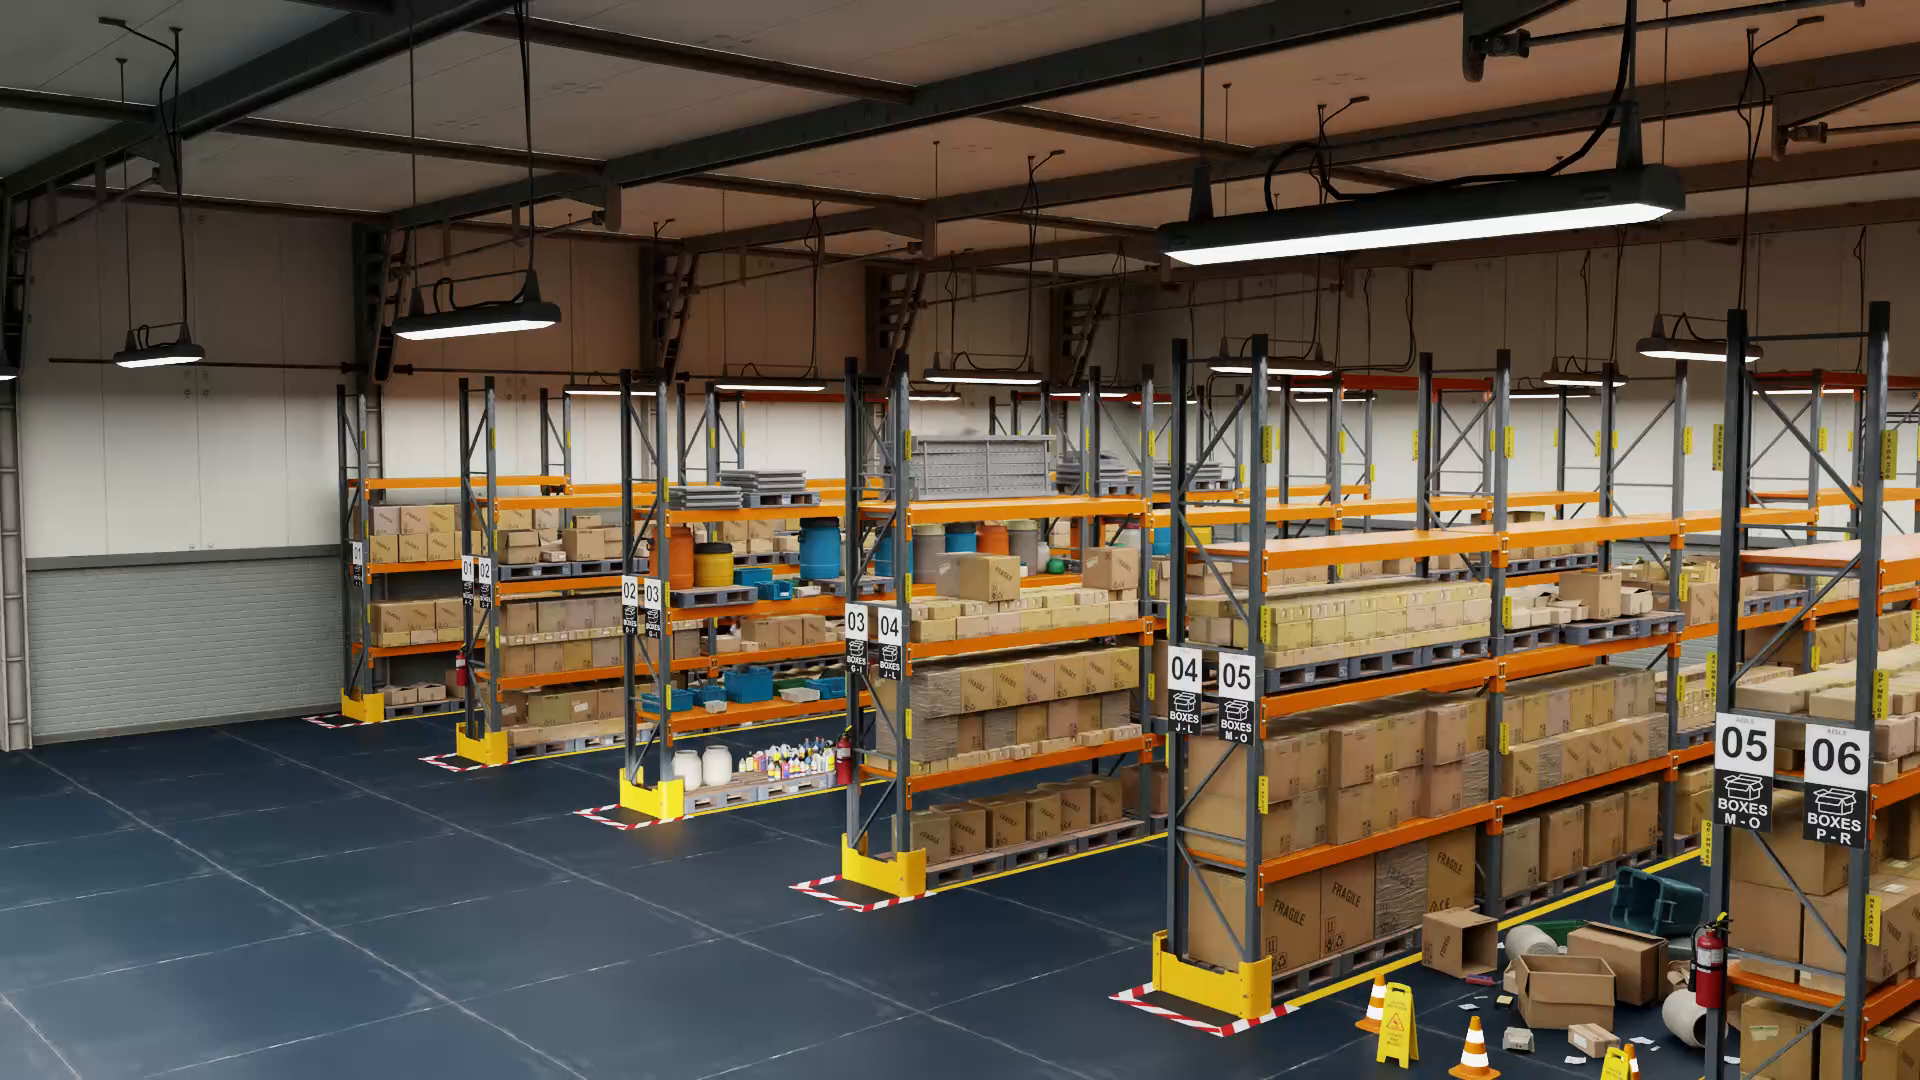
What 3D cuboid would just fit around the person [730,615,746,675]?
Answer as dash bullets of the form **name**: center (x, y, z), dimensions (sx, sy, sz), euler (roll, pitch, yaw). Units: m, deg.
- **person**: center (-4.163, 2.195, 31.425), dimensions (0.991, 1.761, 0.696), euler (-4, 5, -44)
